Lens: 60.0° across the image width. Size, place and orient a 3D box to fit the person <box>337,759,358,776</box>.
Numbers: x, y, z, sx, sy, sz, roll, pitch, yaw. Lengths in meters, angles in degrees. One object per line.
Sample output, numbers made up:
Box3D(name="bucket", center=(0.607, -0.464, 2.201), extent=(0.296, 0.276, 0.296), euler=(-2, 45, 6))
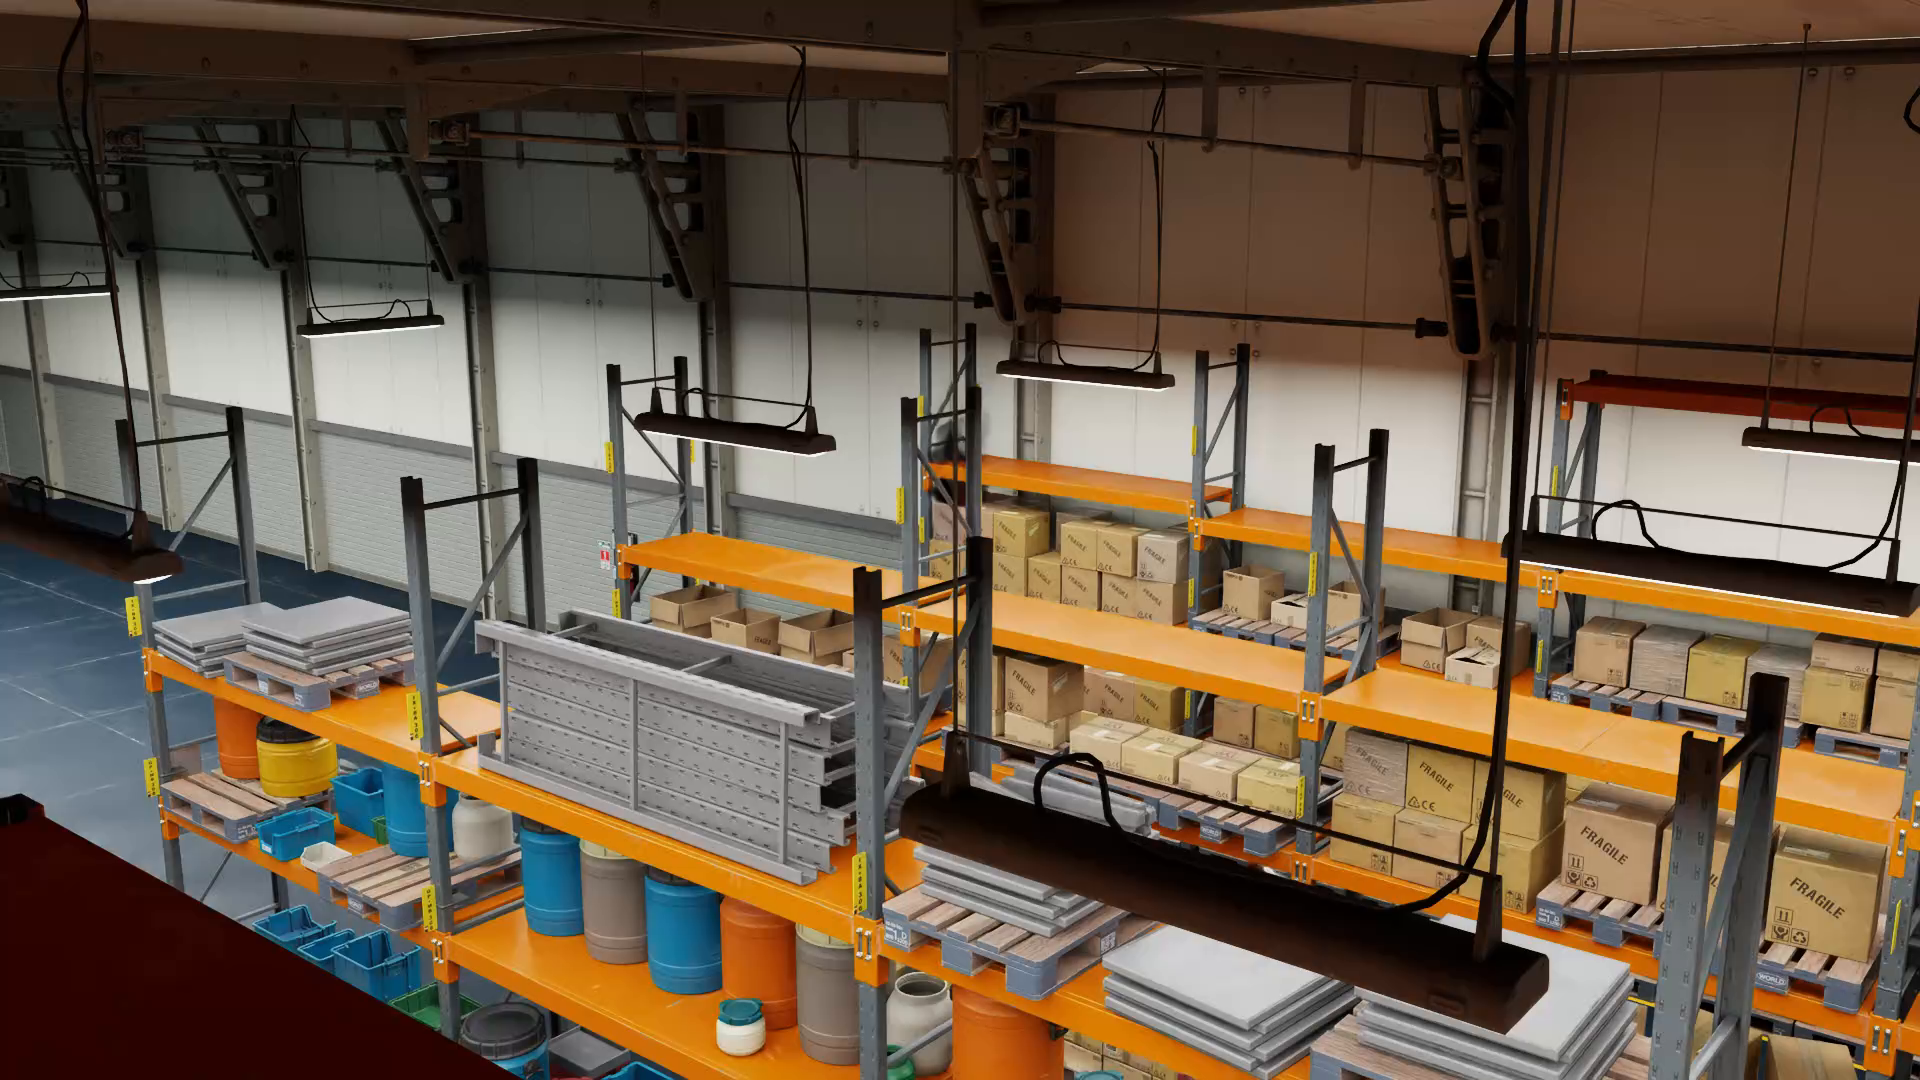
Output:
Box3D(name="person", center=(-6.717, 3.204, 18.347), extent=(0.665, 1.646, 0.616), euler=(-6, 14, -25))

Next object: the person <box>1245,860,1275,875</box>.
Box3D(name="person", center=(2.747, 3.728, 15.693), extent=(0.729, 1.841, 0.657), euler=(9, 15, 34))
